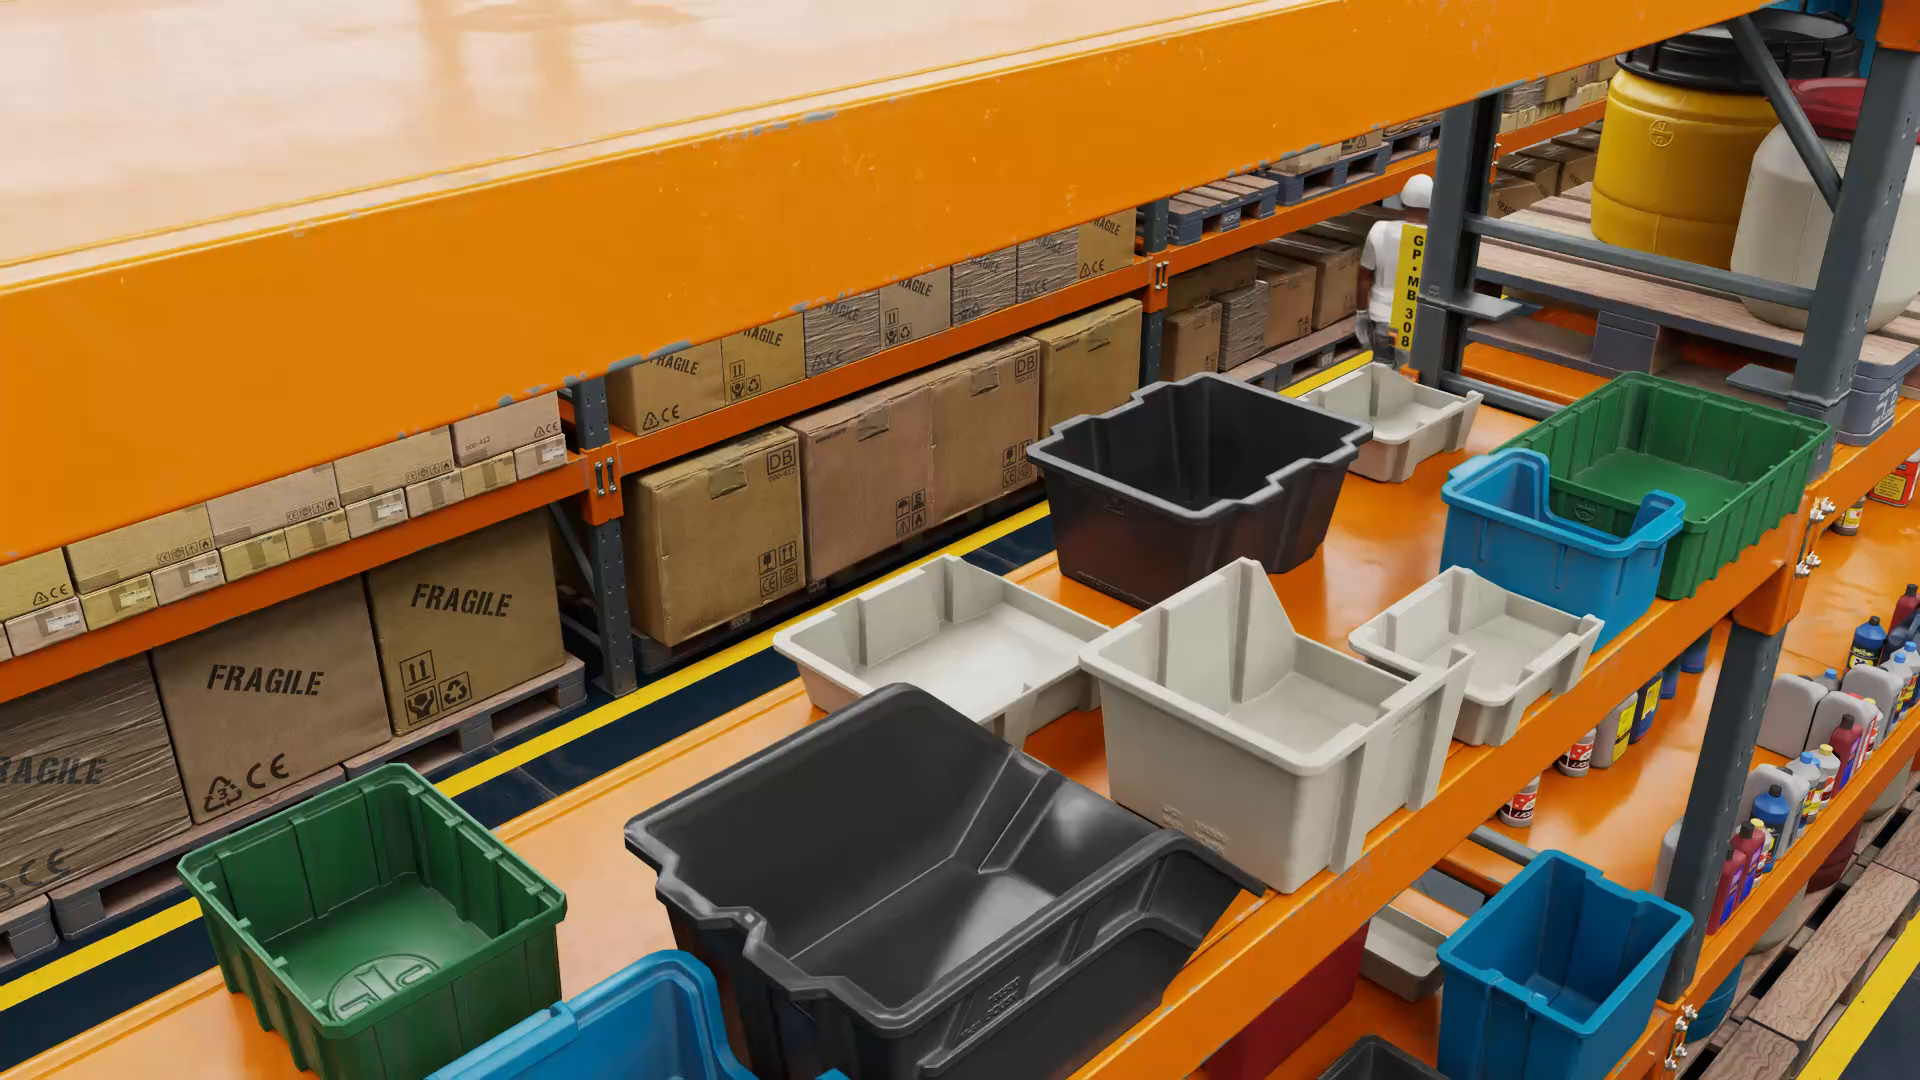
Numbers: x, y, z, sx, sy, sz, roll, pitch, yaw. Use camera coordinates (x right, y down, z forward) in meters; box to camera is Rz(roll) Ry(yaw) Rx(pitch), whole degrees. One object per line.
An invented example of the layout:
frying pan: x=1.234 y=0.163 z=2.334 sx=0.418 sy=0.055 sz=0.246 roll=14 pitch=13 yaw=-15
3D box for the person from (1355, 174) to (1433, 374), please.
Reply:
person: x=2.726 y=-1.346 z=10.197 sx=0.550 sy=1.842 sz=0.492 roll=17 pitch=32 yaw=30
